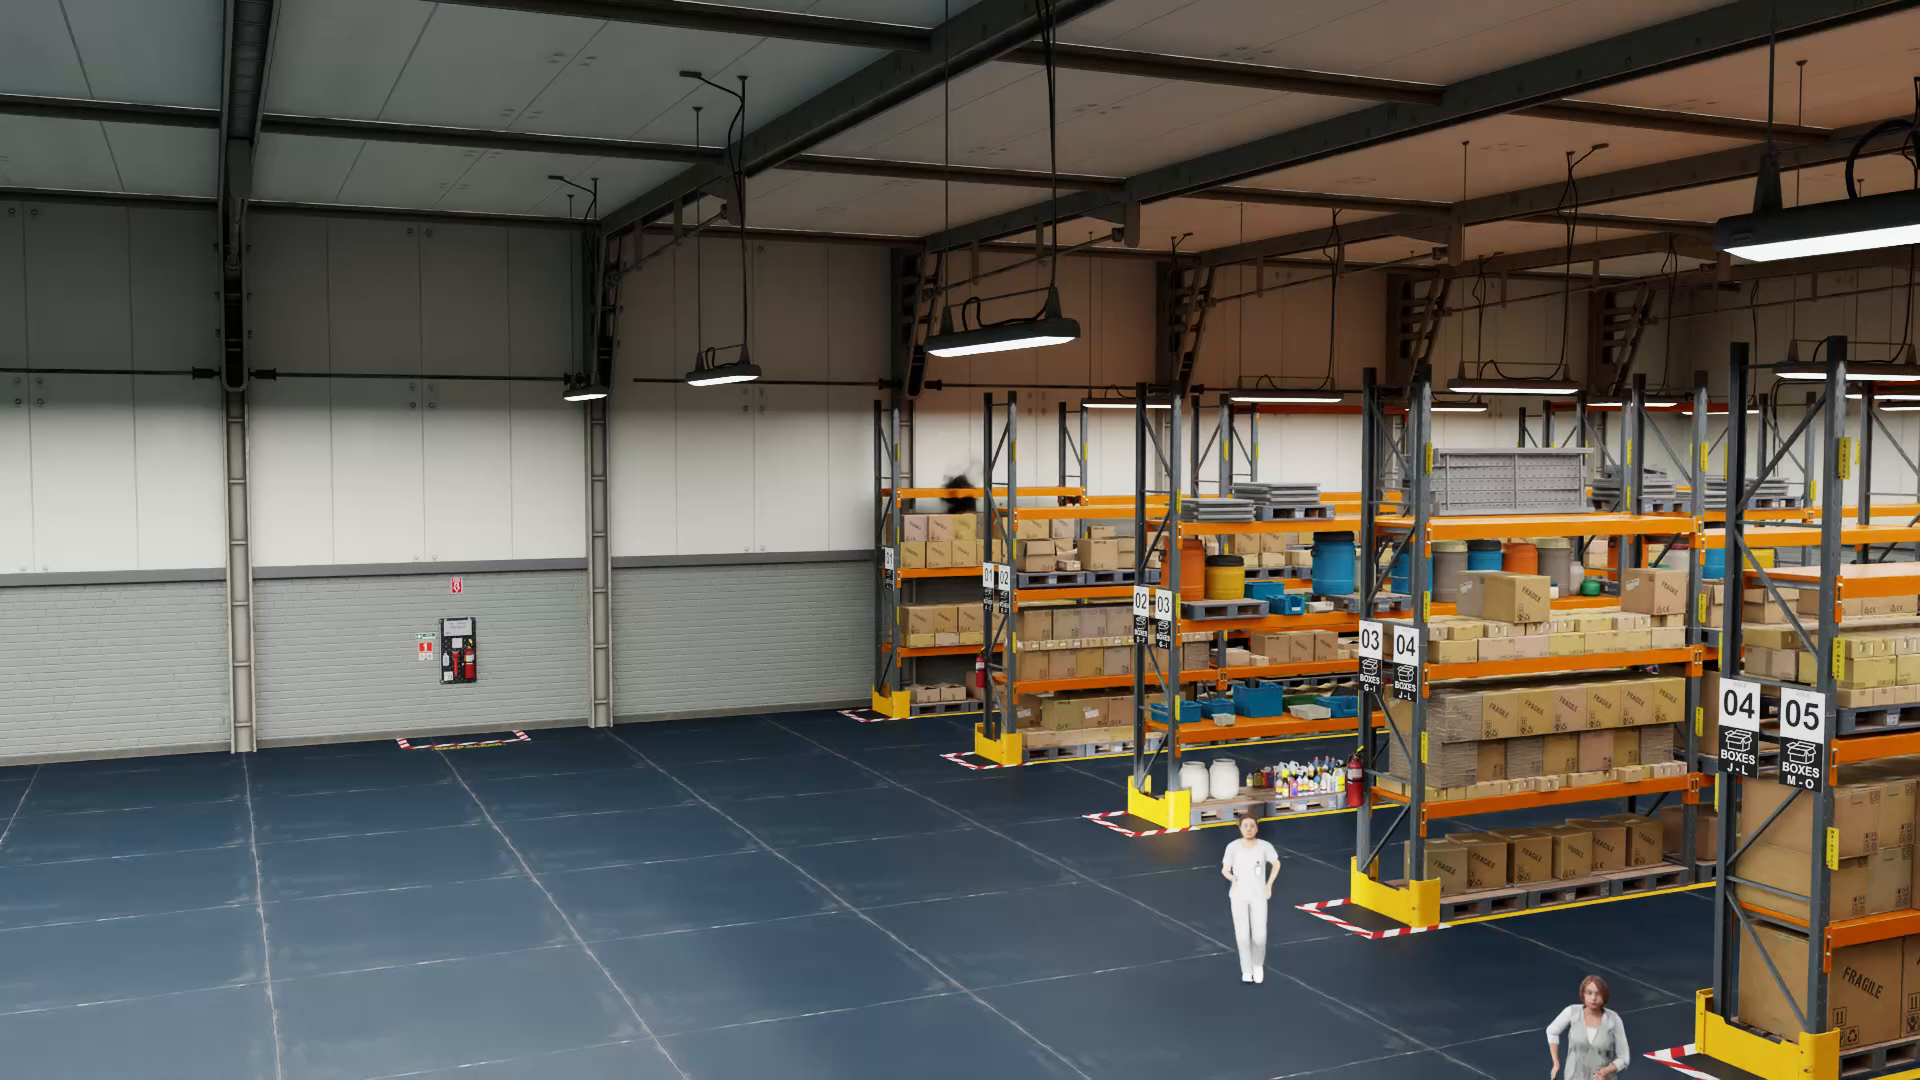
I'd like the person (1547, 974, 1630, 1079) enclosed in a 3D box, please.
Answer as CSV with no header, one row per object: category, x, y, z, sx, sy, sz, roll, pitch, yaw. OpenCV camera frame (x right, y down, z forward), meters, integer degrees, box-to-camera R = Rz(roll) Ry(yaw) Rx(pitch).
person,4.238,3.717,11.222,0.520,1.566,0.602,1,3,17

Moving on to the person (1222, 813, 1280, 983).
person,2.753,3.413,15.779,0.544,1.629,0.605,1,3,13
